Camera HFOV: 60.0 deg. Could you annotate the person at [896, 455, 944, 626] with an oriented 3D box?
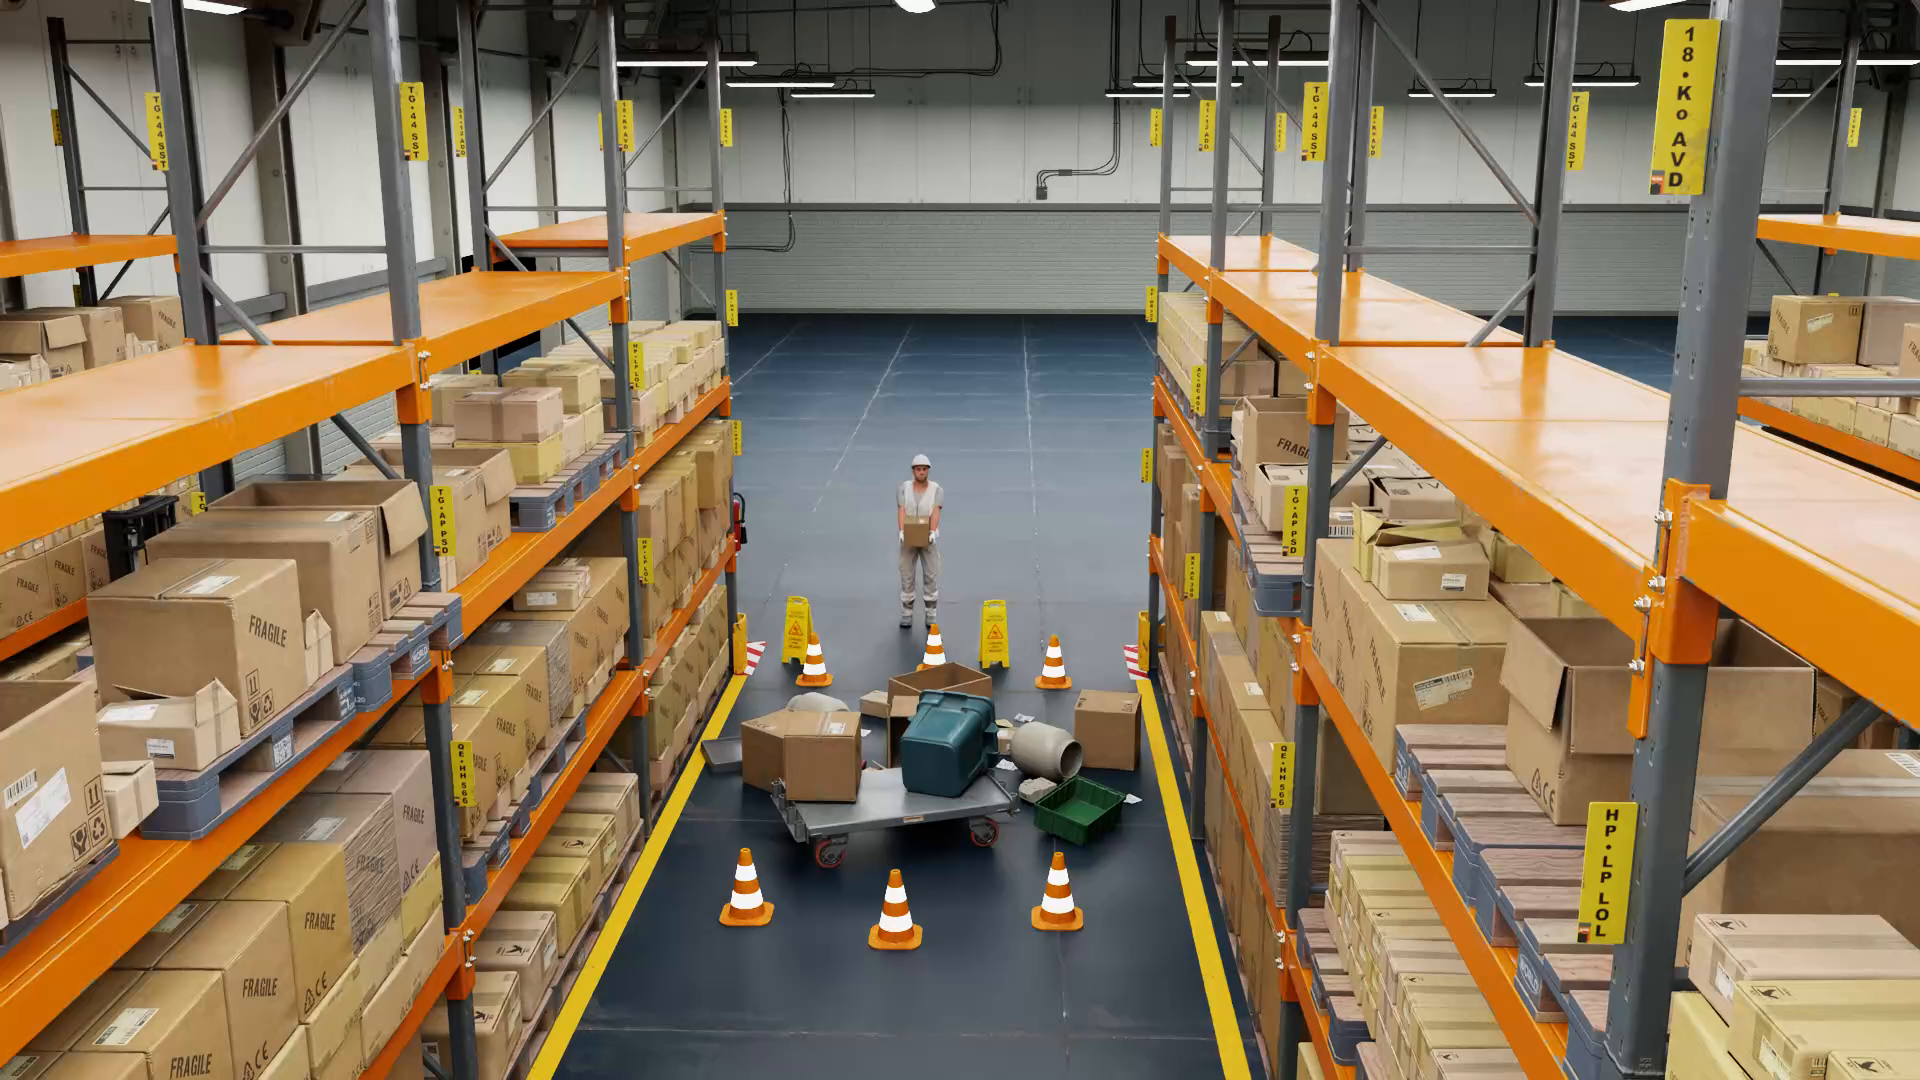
[{"bbox_3d":[-0.417,0.029,17.171,0.493,1.782,0.563,0,14,2],"label":"person"}]
